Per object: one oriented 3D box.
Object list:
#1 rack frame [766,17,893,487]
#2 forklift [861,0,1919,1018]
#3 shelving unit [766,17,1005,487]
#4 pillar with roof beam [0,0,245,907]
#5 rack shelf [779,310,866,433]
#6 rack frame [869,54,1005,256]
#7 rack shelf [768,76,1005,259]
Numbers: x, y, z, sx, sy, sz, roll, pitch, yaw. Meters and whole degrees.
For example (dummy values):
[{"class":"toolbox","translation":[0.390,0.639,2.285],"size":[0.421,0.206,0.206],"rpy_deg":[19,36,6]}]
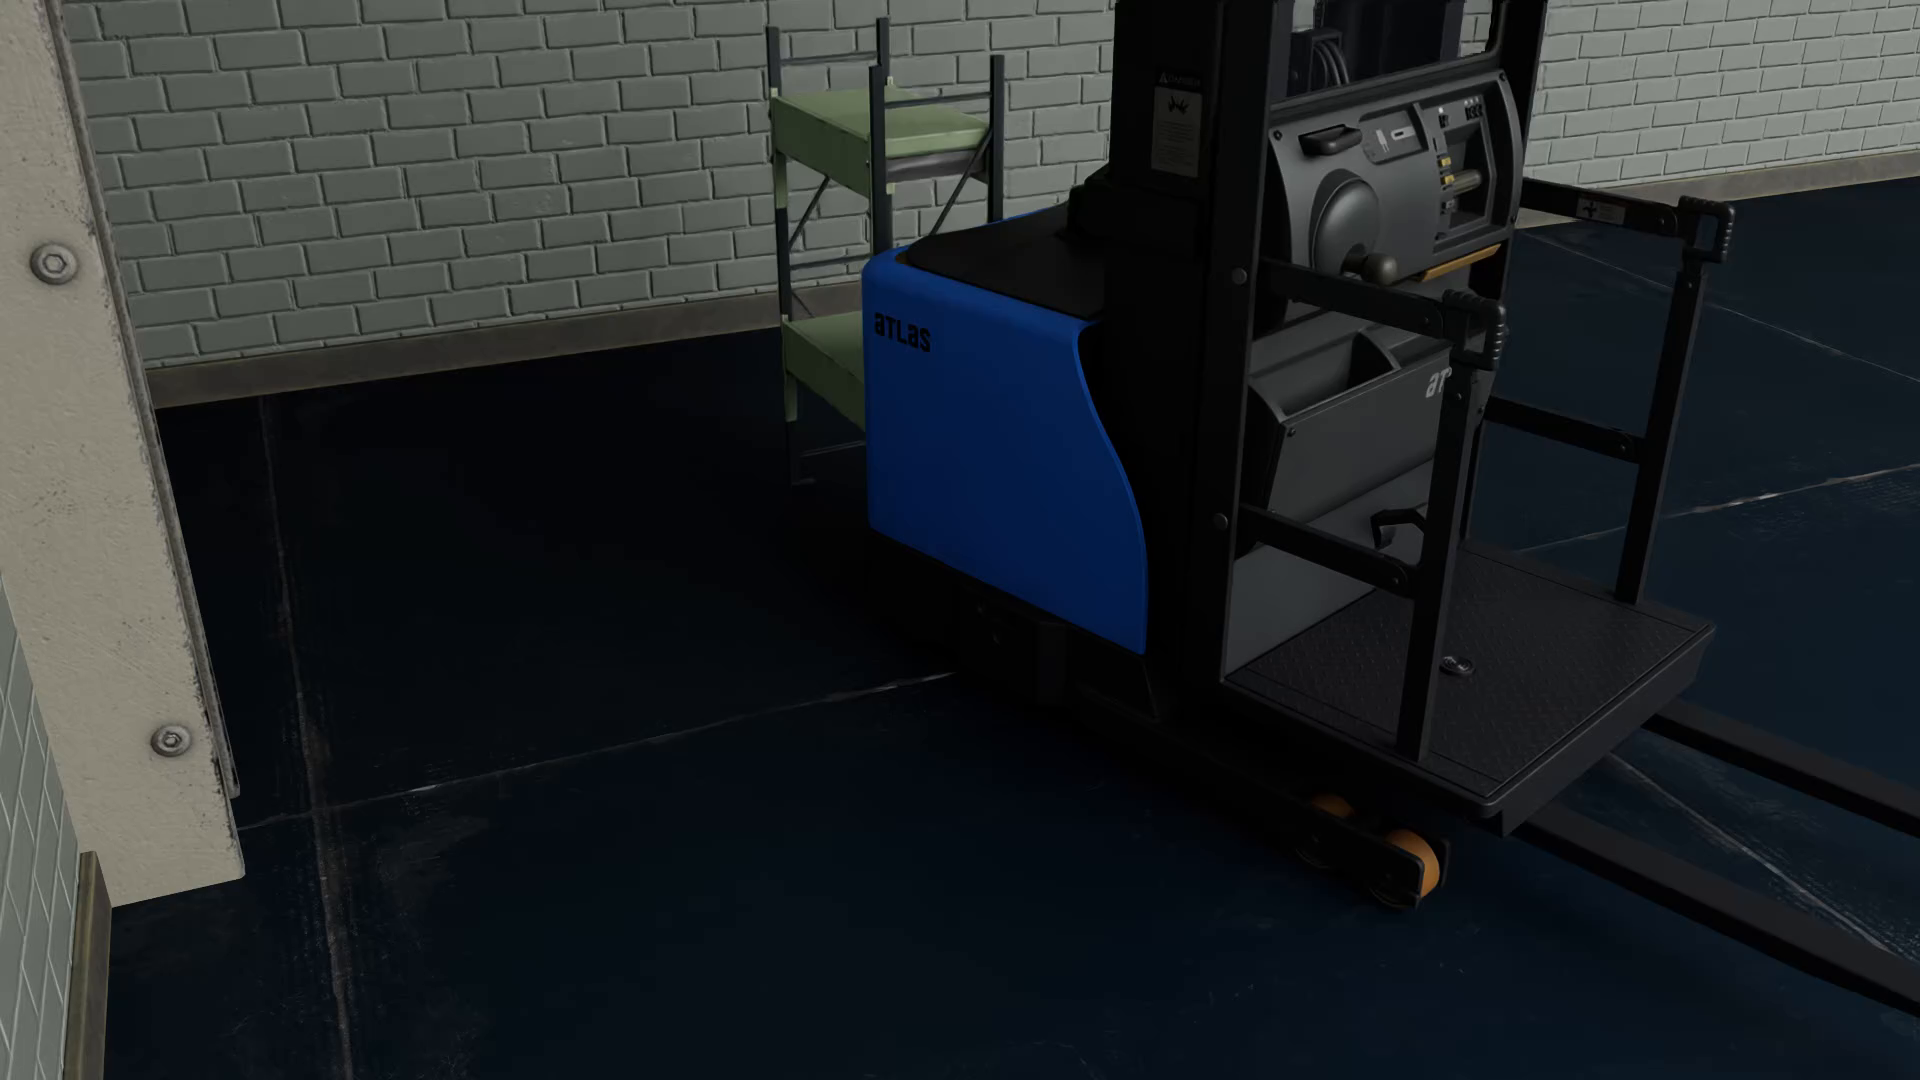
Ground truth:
[{"class":"rack frame","translation":[-0.400,-0.899,5.381],"size":[0.400,1.500,0.023],"rpy_deg":[-13,29,-25]},{"class":"forklift","translation":[1.116,-0.775,3.497],"size":[1.130,2.935,3.031],"rpy_deg":[-23,34,-39]},{"class":"shelving unit","translation":[-0.230,-0.757,5.090],"size":[0.431,1.500,0.755],"rpy_deg":[-13,29,-25]},{"class":"pillar with roof beam","translation":[2.146,-4.085,3.361],"size":[9.100,9.000,0.400],"rpy_deg":[-11,28,-21]},{"class":"rack shelf","translation":[-0.230,-0.464,5.233],"size":[0.431,0.370,0.720],"rpy_deg":[-13,29,-25]},{"class":"rack frame","translation":[-0.059,-0.615,4.799],"size":[0.400,1.500,0.023],"rpy_deg":[-13,29,-25]},{"class":"rack shelf","translation":[-0.230,-1.107,4.919],"size":[0.431,0.370,0.720],"rpy_deg":[-13,29,-25]}]
